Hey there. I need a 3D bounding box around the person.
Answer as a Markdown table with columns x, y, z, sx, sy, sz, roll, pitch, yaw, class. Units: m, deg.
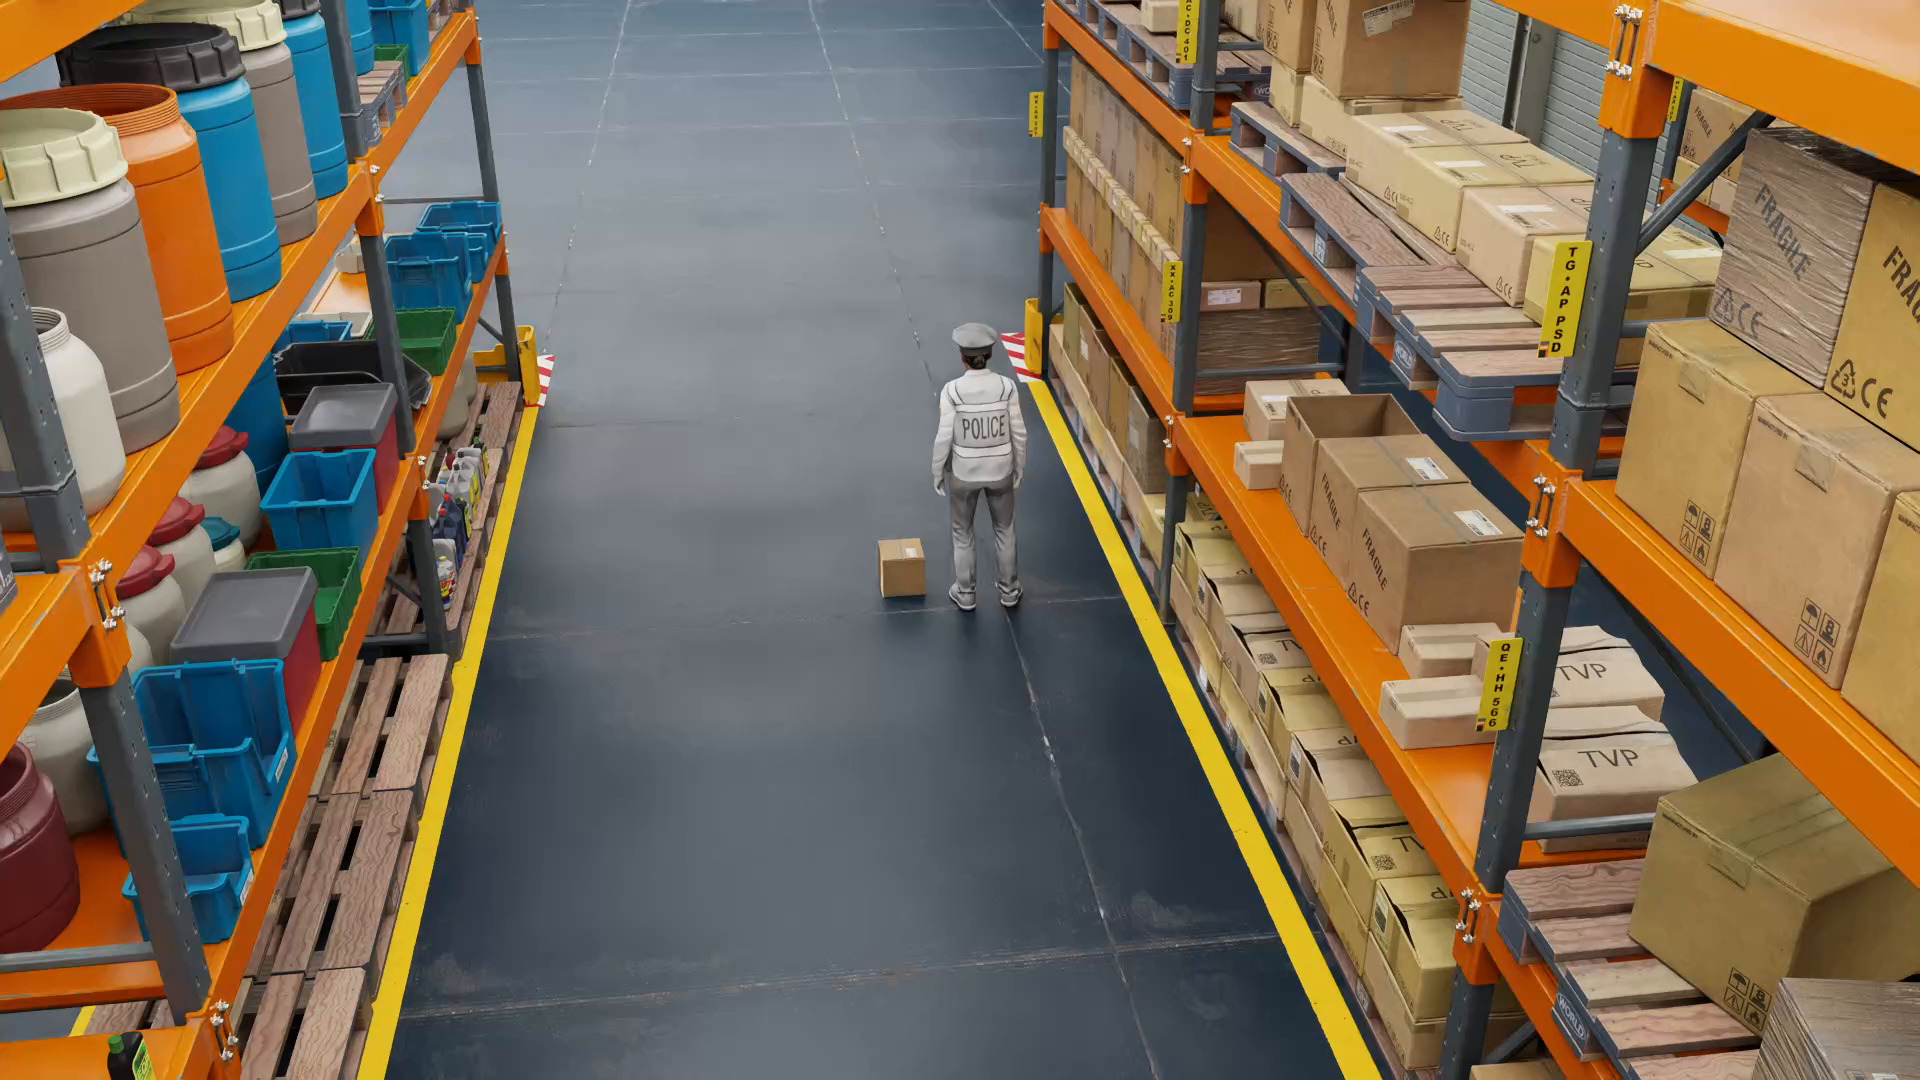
| x | y | z | sx | sy | sz | roll | pitch | yaw | class |
| --- | --- | --- | --- | --- | --- | --- | --- | --- | --- |
| 0.112 | -0.381 | 9.349 | 0.547 | 1.666 | 0.370 | -4 | 28 | -9 | person |
